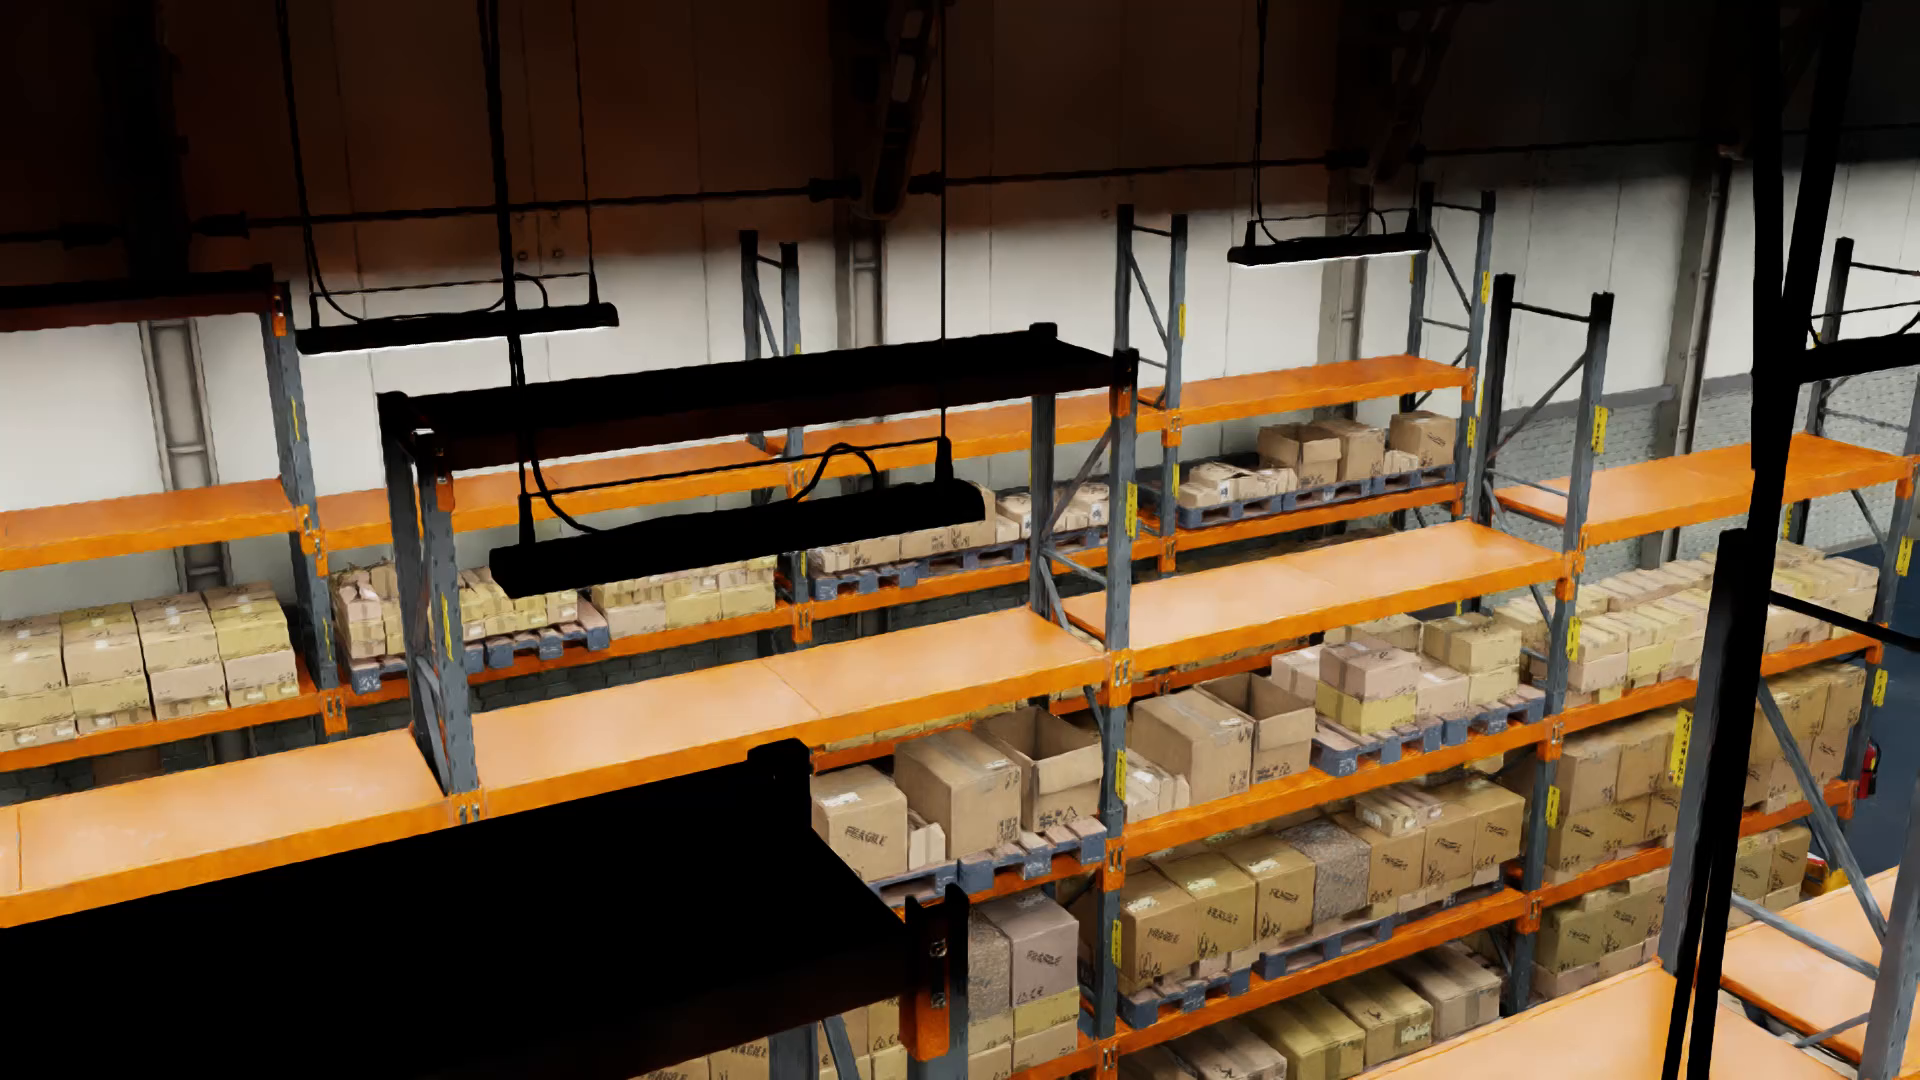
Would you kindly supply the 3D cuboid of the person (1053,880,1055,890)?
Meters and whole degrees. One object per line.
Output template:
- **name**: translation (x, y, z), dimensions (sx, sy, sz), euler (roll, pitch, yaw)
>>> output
- **person**: translation (0.807, 2.562, 14.931), dimensions (0.626, 1.718, 0.576), euler (-1, 18, -2)
